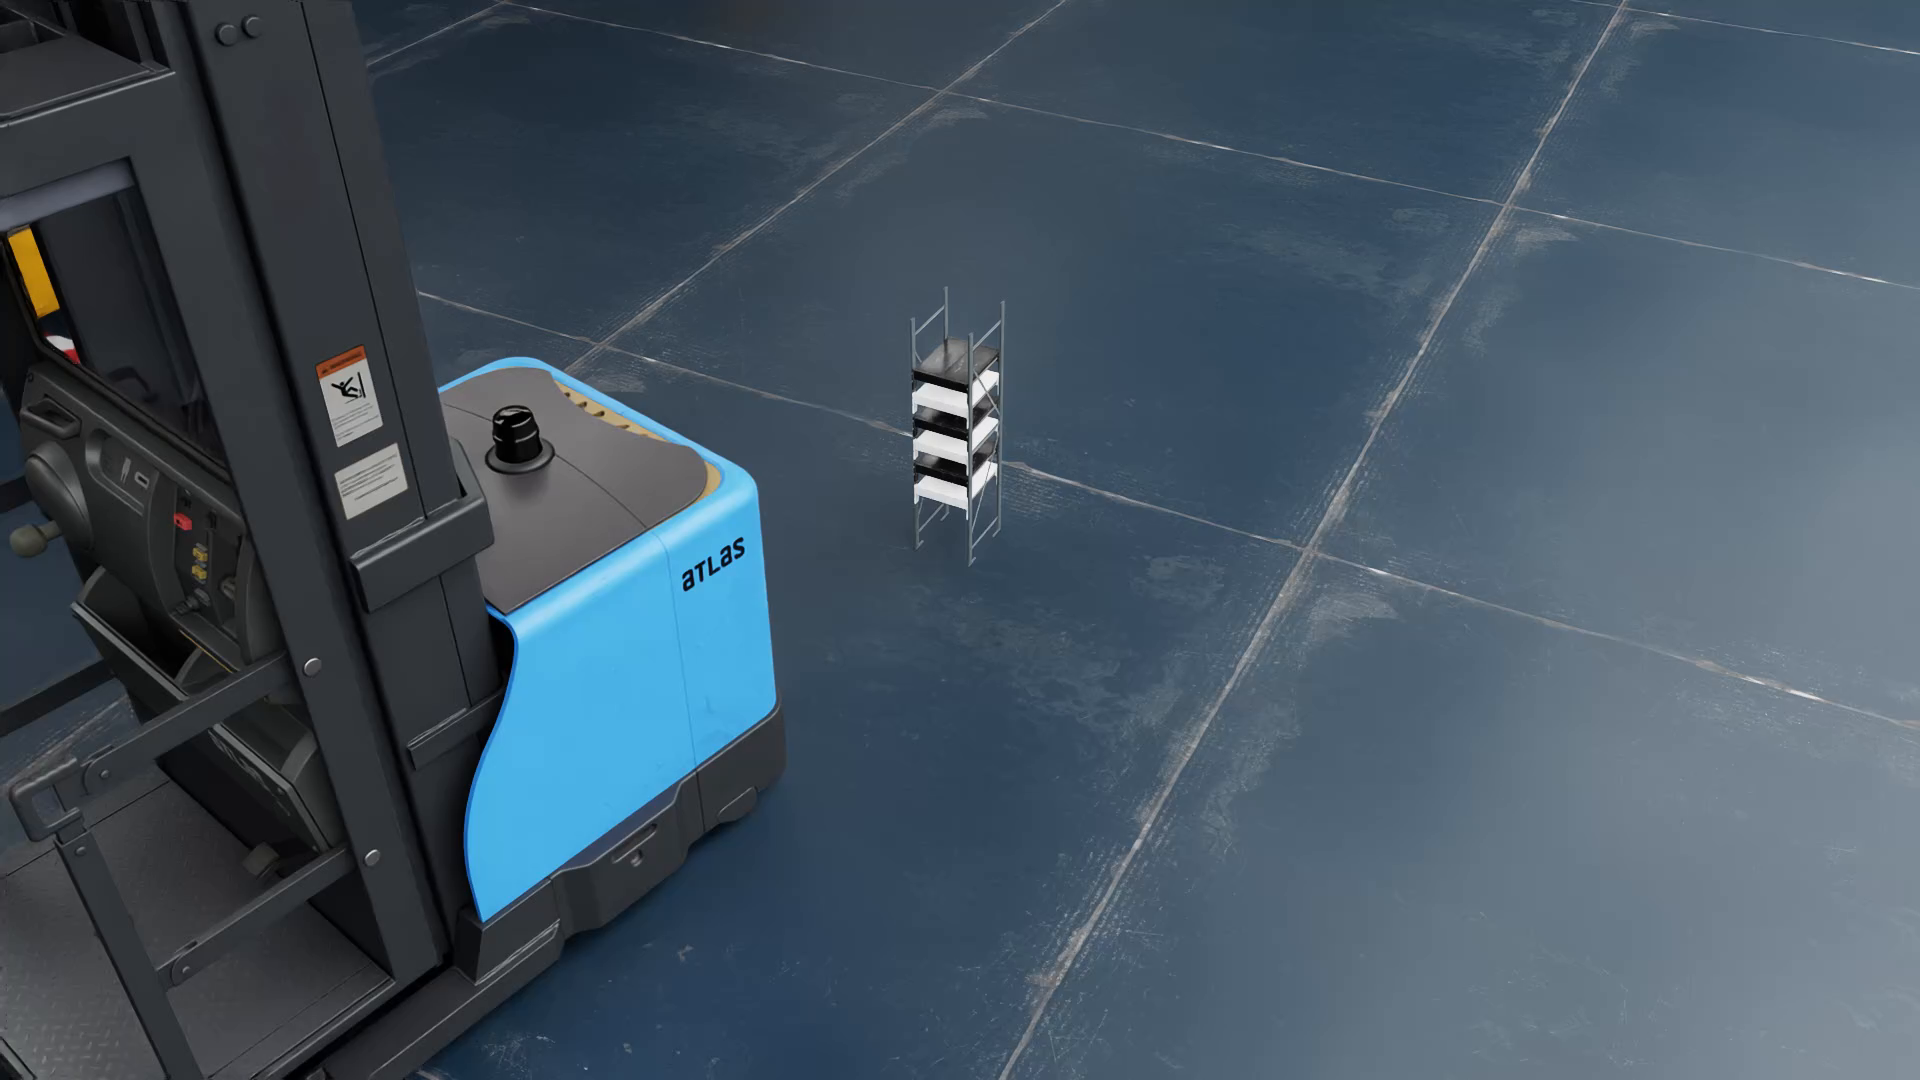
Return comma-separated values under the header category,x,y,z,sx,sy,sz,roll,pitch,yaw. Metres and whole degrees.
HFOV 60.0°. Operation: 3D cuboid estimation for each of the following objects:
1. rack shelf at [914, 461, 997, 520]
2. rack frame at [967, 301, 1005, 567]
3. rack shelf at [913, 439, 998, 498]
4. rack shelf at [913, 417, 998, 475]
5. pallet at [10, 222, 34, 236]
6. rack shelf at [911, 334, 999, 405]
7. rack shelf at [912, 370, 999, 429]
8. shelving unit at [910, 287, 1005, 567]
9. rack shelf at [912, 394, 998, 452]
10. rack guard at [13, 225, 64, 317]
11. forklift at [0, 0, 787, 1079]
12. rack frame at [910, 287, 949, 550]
category,x,y,z,sx,sy,sz,roll,pitch,yaw
rack shelf,-0.007,-0.191,5.610,0.200,0.077,0.258,17,41,21
rack frame,0.083,-0.332,5.444,0.006,0.900,0.240,17,41,21
rack shelf,-0.007,-0.262,5.555,0.200,0.077,0.258,17,41,21
rack shelf,-0.007,-0.334,5.501,0.200,0.077,0.258,17,41,21
pallet,-4.502,-1.540,7.605,1.213,0.211,1.003,17,41,21
rack shelf,-0.007,-0.549,5.338,0.200,0.077,0.258,17,41,21
rack shelf,-0.007,-0.478,5.392,0.200,0.077,0.258,17,41,21
shelving unit,-0.007,-0.361,5.481,0.210,0.900,0.258,17,41,21
rack shelf,-0.007,-0.406,5.447,0.200,0.077,0.258,17,41,21
rack guard,-3.797,-1.411,7.195,0.348,0.500,1.175,17,41,21
forklift,-1.836,0.014,3.308,1.130,2.935,3.031,27,45,31
rack frame,-0.097,-0.389,5.518,0.006,0.900,0.240,17,41,21
